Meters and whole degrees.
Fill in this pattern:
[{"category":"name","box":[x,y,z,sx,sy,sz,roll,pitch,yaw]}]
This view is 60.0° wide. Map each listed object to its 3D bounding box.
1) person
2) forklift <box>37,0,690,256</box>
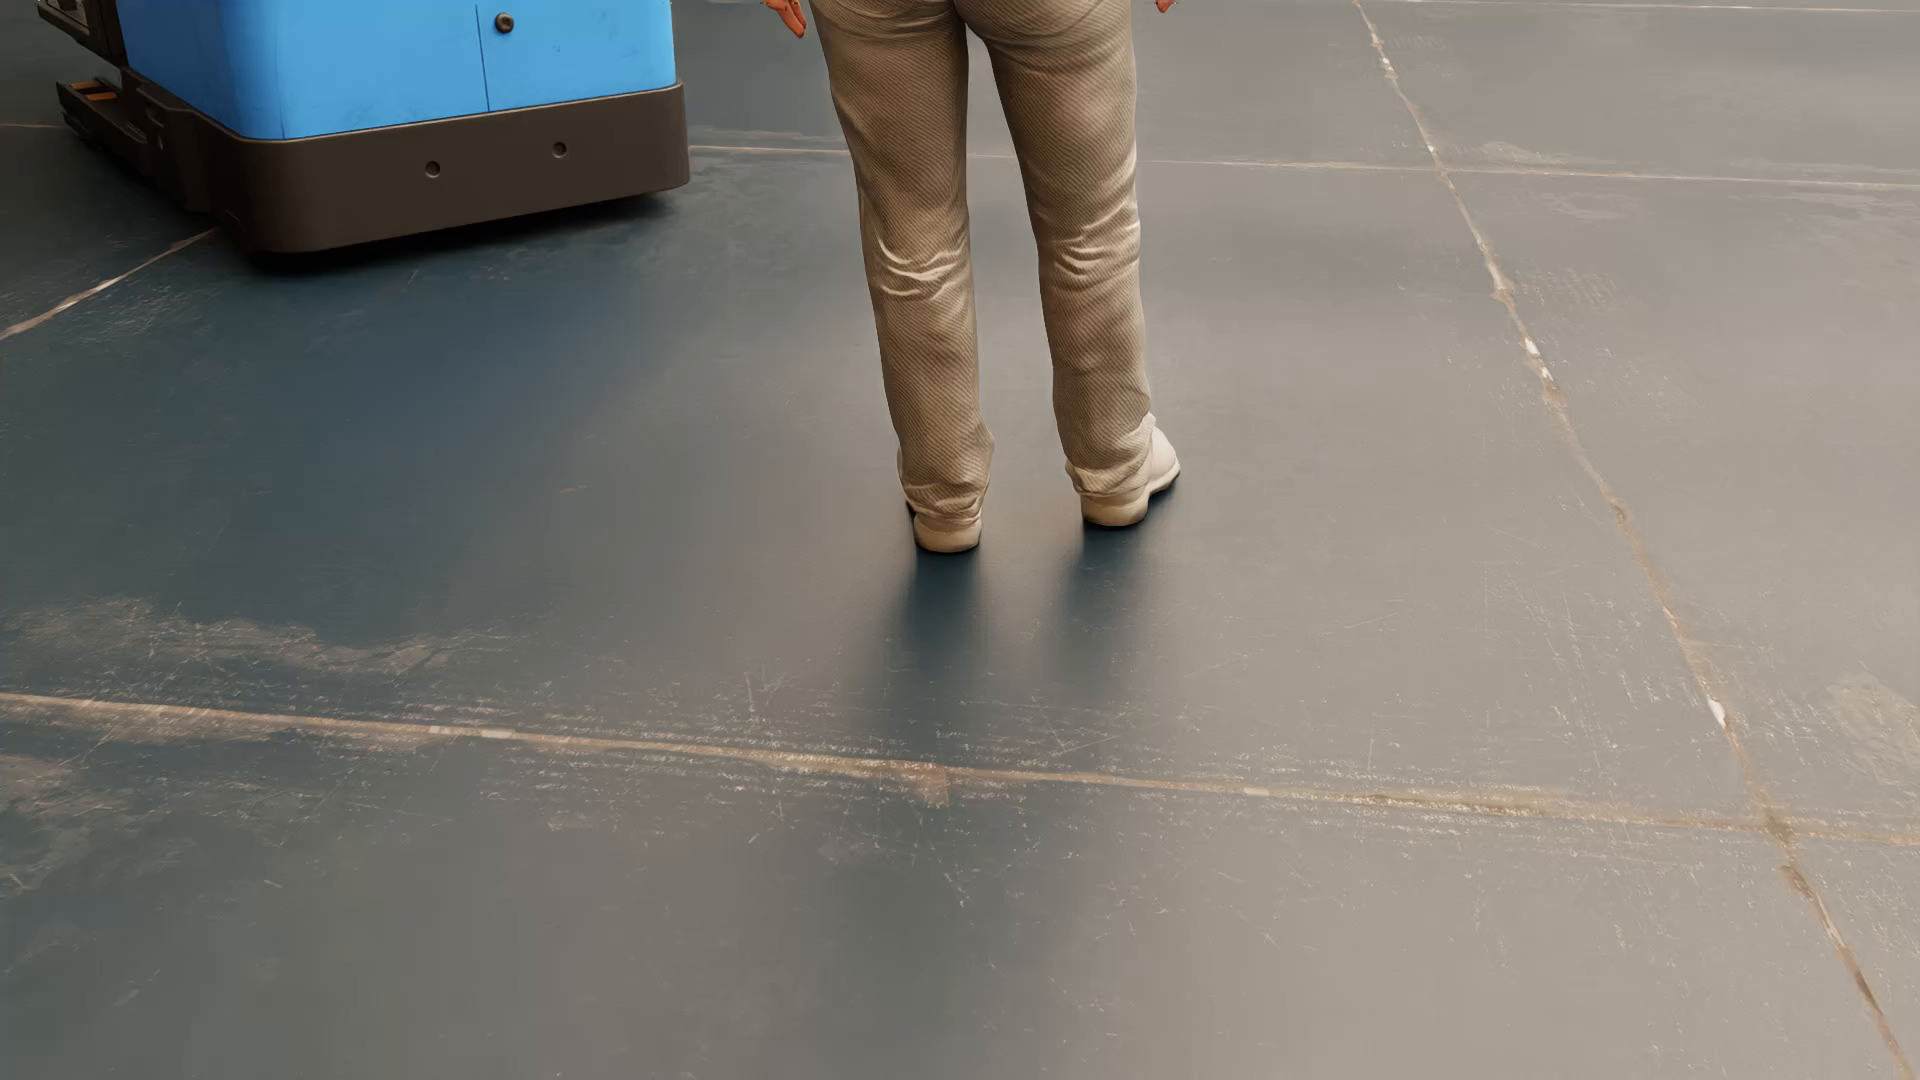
[{"category":"person","box":[0.016,-0.828,2.156,0.633,1.775,0.566,3,27,7]},{"category":"forklift","box":[-1.959,-2.523,4.275,1.130,2.935,3.031,-19,32,-33]}]
